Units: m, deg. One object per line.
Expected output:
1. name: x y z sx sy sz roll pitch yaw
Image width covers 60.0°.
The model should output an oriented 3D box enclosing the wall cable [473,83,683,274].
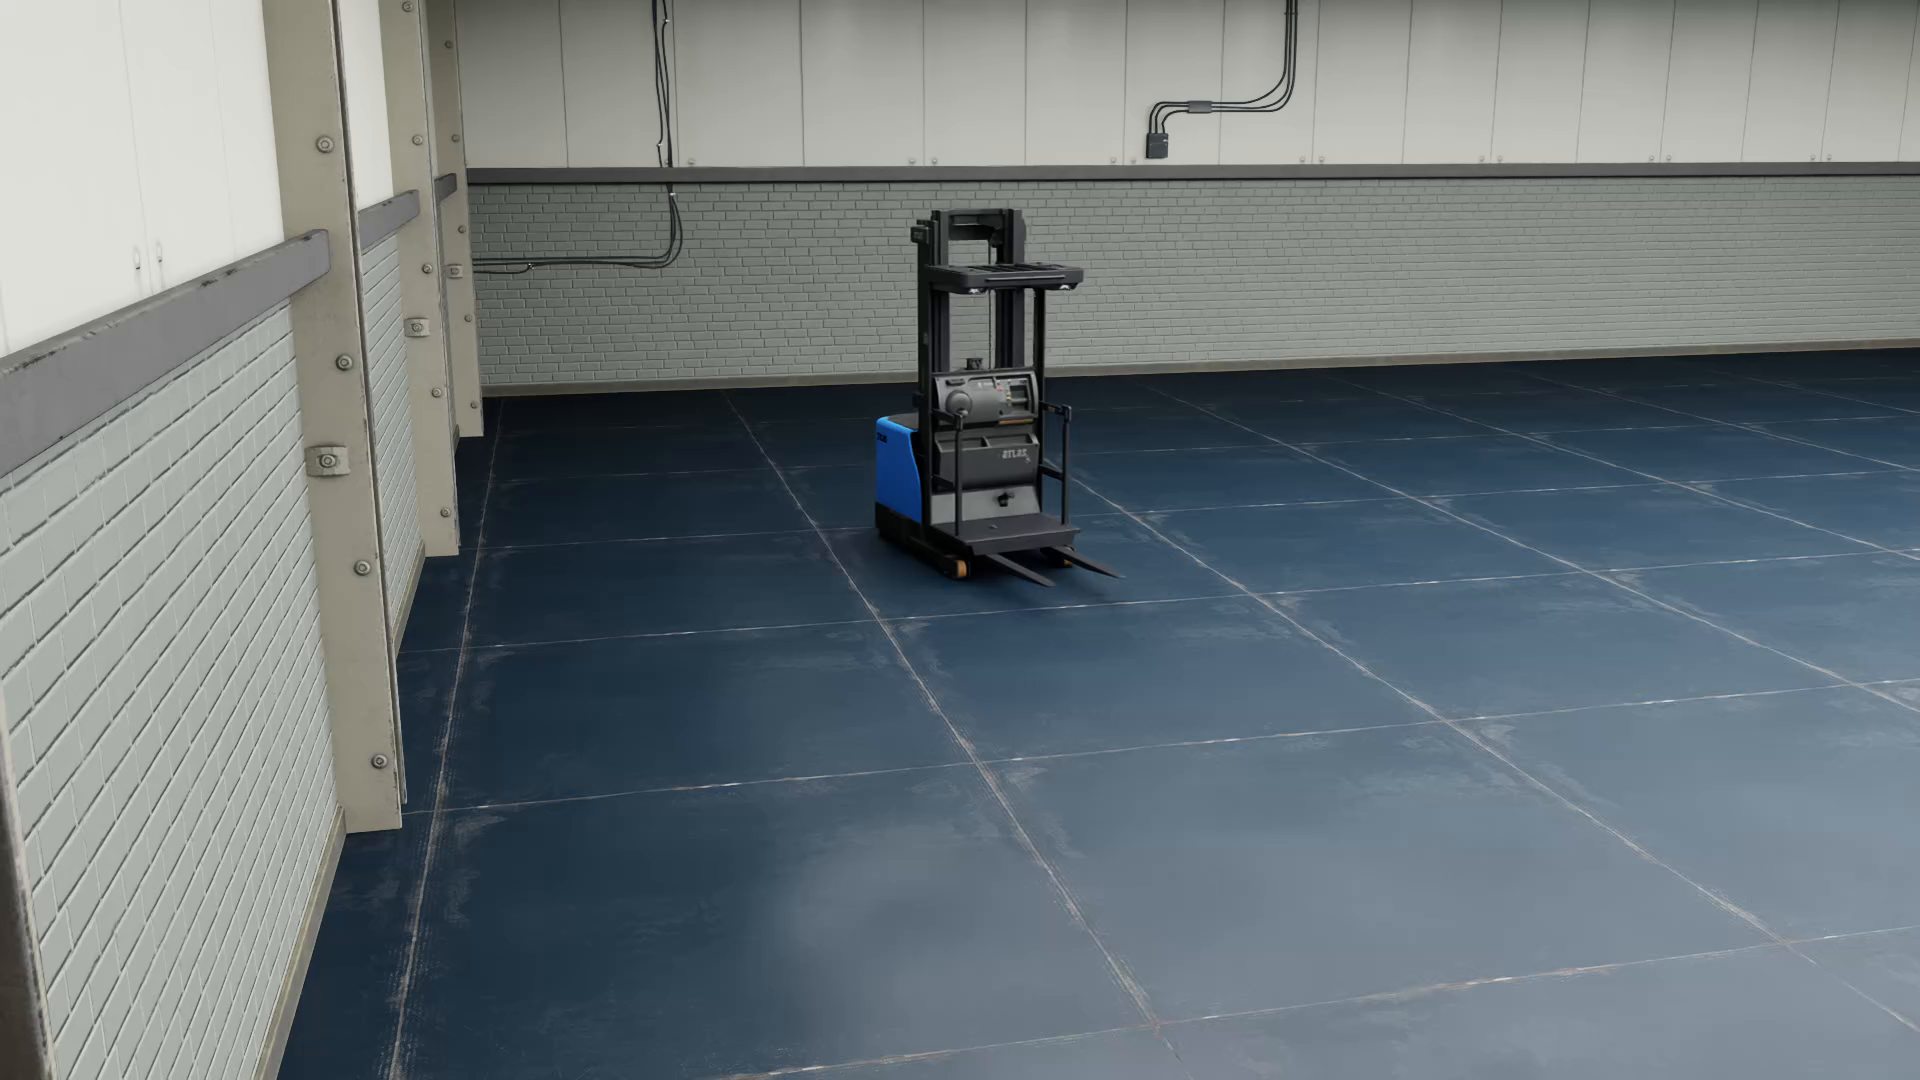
1. wall cable: -5.356 -4.908 22.598 3.097 2.526 0.112 -3 14 -13

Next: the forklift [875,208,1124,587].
1. forklift: 0.319 -1.218 13.736 1.130 2.935 3.031 -6 15 -25

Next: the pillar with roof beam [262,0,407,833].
1. pillar with roof beam: 1.053 -3.135 8.798 9.100 9.000 0.400 -3 14 -13

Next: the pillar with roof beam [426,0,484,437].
1. pillar with roof beam: -1.765 -5.903 20.129 9.100 9.000 0.400 -3 14 -13

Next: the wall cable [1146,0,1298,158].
1. wall cable: 3.875 -8.594 23.977 2.305 6.003 0.169 -3 14 -13

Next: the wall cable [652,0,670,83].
1. wall cable: -2.727 -7.512 22.616 3.097 2.526 0.112 -3 14 -13

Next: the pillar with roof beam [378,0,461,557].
1. pillar with roof beam: -0.356 -4.519 14.463 9.100 9.000 0.400 -3 14 -13
